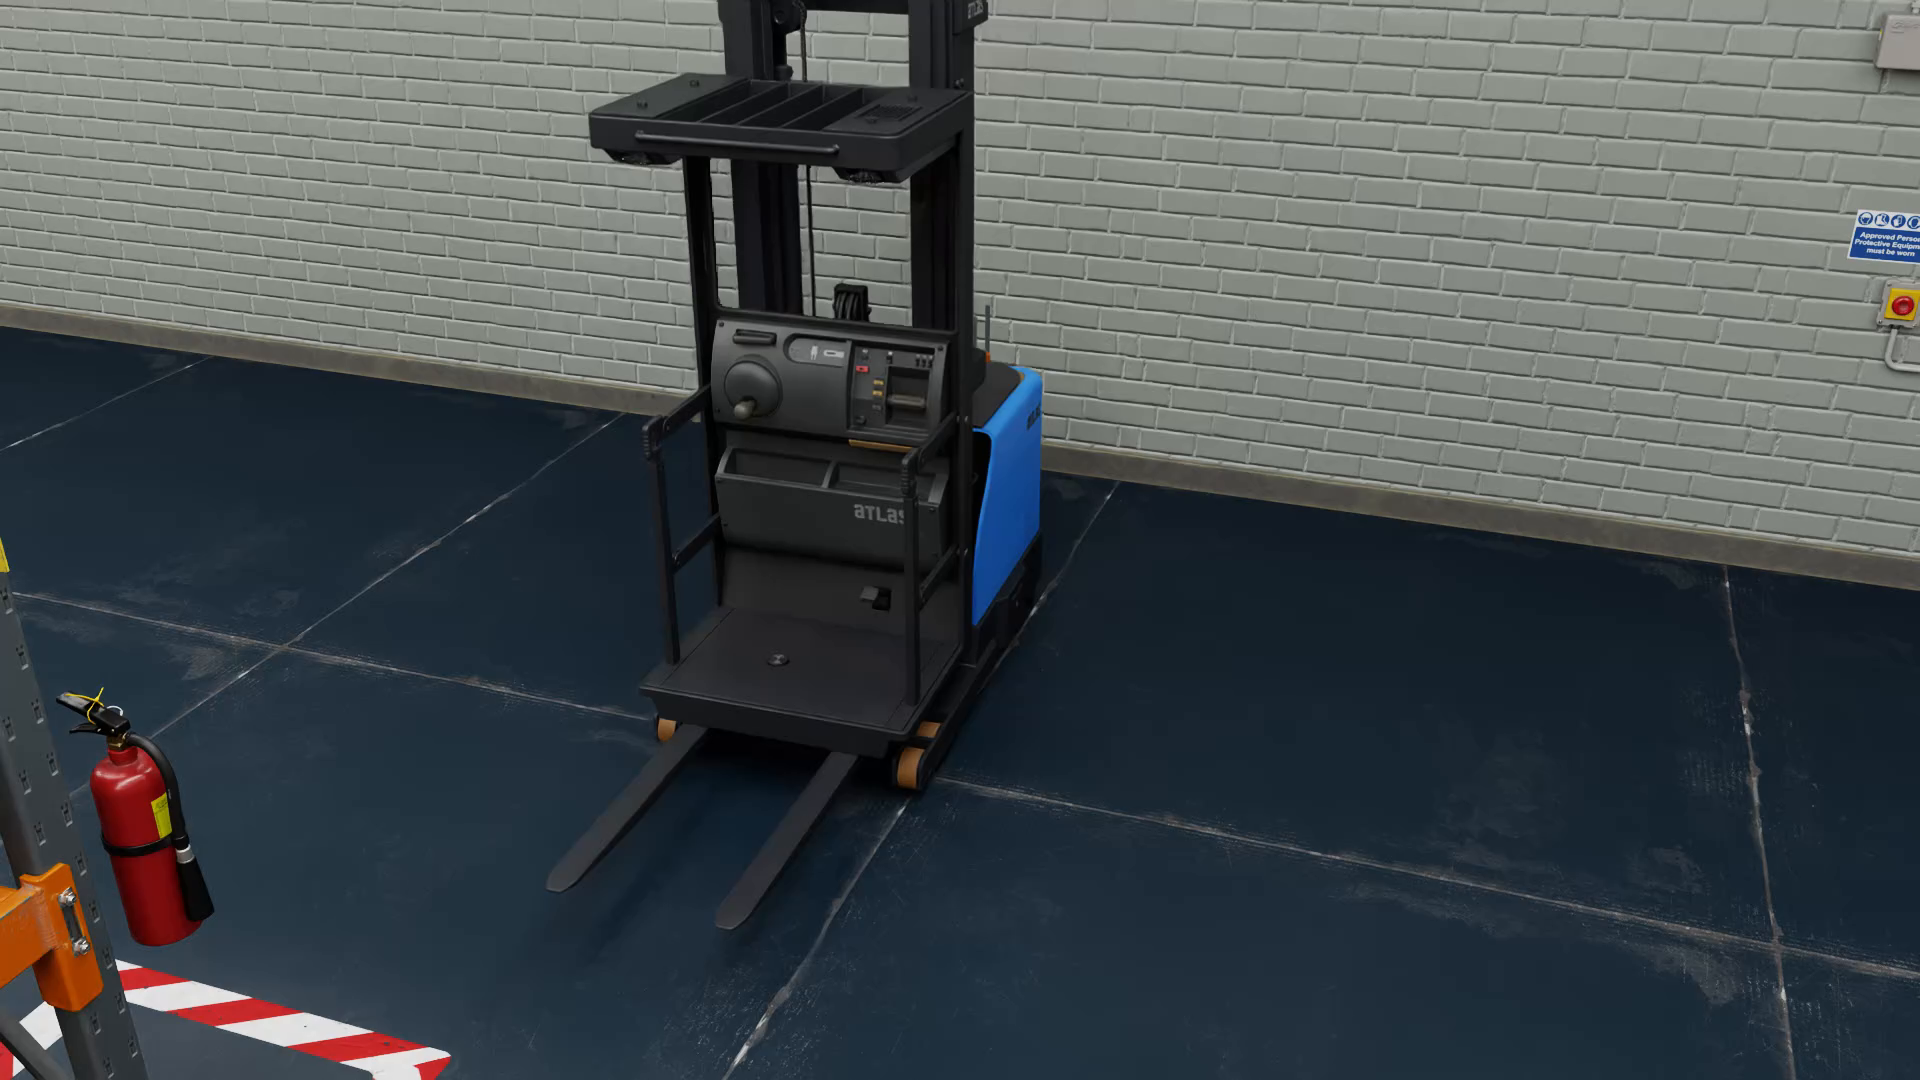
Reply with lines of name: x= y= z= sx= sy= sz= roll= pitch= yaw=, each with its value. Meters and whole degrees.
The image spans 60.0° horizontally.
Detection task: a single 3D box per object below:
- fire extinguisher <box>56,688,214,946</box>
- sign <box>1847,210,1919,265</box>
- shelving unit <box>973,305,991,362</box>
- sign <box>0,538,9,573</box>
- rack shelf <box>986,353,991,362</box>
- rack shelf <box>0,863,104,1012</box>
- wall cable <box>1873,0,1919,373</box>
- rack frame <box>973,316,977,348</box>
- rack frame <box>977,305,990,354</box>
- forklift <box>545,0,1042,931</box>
fire extinguisher: x=-1.963 y=0.653 z=3.976 sx=0.296 sy=0.674 sz=0.183 roll=9 pitch=27 yaw=17
sign: x=4.049 y=-1.311 z=7.206 sx=0.327 sy=0.218 sz=0.001 roll=9 pitch=27 yaw=17
shelving unit: x=-0.005 y=-0.534 z=7.976 sx=0.258 sy=1.200 sz=0.189 roll=9 pitch=27 yaw=17
sign: x=-1.965 y=-0.088 z=3.298 sx=0.100 sy=0.325 sz=0.005 roll=9 pitch=27 yaw=17
rack shelf: x=-0.005 y=-0.818 z=7.839 sx=0.258 sy=0.103 sz=0.180 roll=9 pitch=27 yaw=17
rack shelf: x=-3.148 y=1.633 z=2.262 sx=1.077 sy=0.370 sz=4.000 roll=9 pitch=27 yaw=17
wall cable: x=4.074 y=-1.629 z=6.970 sx=0.585 sy=1.953 sz=0.123 roll=9 pitch=27 yaw=17
rack frame: x=-0.035 y=-0.496 z=7.899 sx=0.240 sy=1.200 sz=0.006 roll=9 pitch=27 yaw=17
rack frame: x=0.026 y=-0.572 z=8.054 sx=0.240 sy=1.200 sz=0.006 roll=9 pitch=27 yaw=17
forklift: x=-0.562 y=-0.568 z=6.059 sx=1.130 sy=2.935 sz=3.031 roll=8 pitch=27 yaw=16
